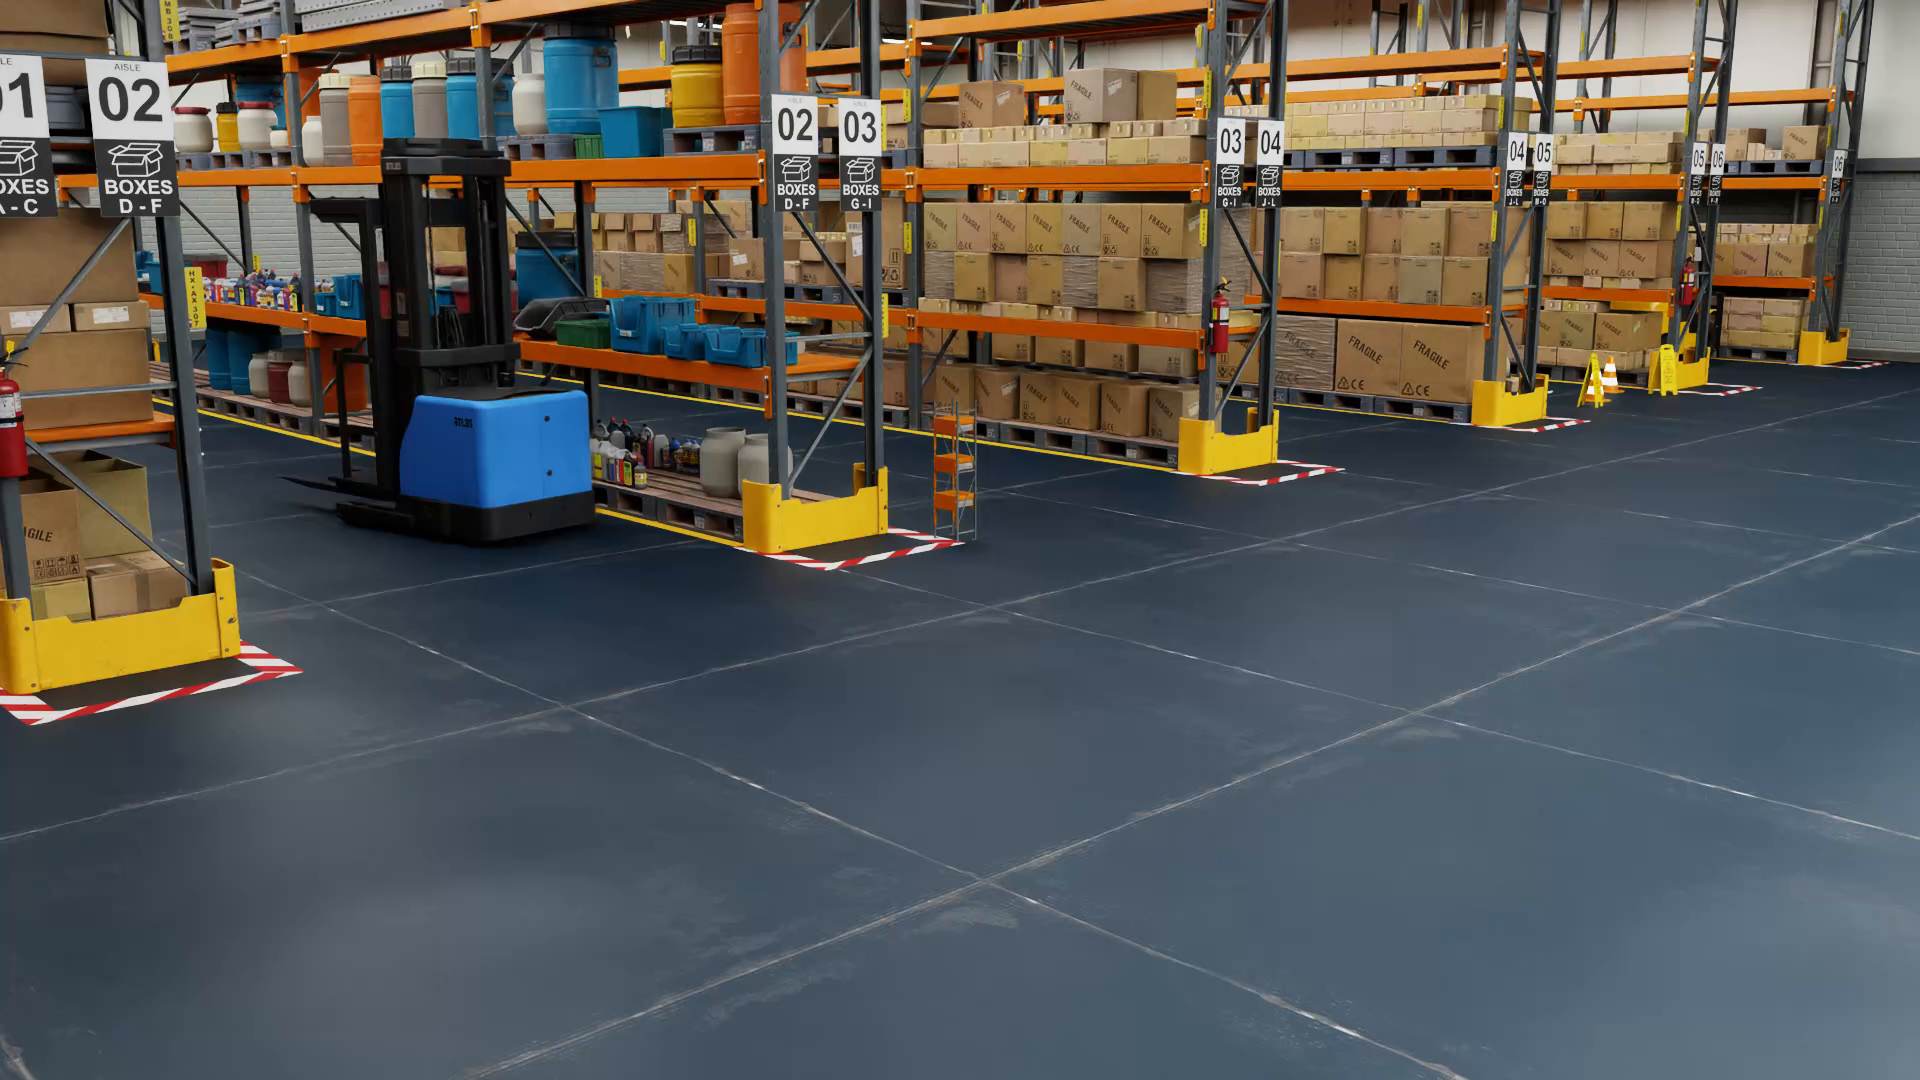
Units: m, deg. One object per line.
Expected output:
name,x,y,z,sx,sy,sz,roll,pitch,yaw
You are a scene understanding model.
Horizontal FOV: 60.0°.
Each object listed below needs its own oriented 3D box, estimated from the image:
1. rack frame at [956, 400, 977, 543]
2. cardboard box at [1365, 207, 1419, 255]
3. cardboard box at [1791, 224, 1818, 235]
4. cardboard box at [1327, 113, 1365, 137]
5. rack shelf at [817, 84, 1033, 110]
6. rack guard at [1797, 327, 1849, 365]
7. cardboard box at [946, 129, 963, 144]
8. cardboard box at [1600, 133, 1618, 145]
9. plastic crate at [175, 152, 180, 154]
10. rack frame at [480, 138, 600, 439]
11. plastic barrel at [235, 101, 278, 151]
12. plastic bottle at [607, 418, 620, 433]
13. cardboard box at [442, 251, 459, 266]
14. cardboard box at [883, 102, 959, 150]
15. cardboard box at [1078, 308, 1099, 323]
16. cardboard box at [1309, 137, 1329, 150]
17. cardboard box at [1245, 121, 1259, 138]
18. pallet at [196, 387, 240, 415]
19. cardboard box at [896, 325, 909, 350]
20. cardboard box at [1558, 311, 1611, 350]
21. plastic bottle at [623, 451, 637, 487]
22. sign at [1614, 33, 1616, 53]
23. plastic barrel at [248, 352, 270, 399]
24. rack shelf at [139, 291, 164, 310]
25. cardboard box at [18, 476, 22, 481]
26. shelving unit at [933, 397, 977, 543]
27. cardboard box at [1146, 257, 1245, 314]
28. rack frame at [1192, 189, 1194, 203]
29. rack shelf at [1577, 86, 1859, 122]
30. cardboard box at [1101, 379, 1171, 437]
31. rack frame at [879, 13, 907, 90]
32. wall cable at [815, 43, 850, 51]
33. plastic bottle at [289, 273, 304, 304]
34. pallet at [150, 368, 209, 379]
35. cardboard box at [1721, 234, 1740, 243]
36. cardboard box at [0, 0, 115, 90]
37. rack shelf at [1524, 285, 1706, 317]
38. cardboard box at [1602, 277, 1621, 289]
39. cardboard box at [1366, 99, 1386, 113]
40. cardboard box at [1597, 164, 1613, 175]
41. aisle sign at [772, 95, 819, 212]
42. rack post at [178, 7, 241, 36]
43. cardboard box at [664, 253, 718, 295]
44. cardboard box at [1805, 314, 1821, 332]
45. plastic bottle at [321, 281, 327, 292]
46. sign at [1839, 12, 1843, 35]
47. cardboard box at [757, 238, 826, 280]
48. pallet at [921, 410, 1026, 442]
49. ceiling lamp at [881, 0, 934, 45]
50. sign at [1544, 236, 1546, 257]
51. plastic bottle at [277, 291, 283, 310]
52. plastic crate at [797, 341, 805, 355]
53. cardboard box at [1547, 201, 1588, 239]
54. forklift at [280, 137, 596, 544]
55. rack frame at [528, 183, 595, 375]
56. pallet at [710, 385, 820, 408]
rack frame,0.048,-0.504,12.257,0.200,1.050,0.008,-11,16,-43
cardboard box,5.297,-3.664,19.716,0.875,0.550,0.550,-11,16,-43
cardboard box,12.958,-4.767,25.521,0.380,0.149,0.250,-11,16,-42
cardboard box,4.682,-4.883,19.592,0.500,0.250,0.500,-11,16,-42
rack shelf,-0.645,-6.684,25.327,1.077,0.370,4.000,-11,16,-43
rack guard,13.375,-3.003,25.751,1.175,0.500,0.348,-11,16,-43
cardboard box,0.076,-4.213,17.377,0.250,0.149,0.380,11,16,42
cardboard box,8.846,-5.406,22.429,0.380,0.149,0.250,-11,16,-42
plastic crate,-9.926,-4.844,21.379,0.497,0.269,0.590,-11,16,-43
rack frame,-3.741,-2.052,14.936,1.000,3.000,0.127,-11,16,-43
plastic barrel,-7.837,-4.615,18.565,0.433,0.535,0.433,0,12,0
plastic bottle,-3.088,-0.916,14.898,0.185,0.351,0.144,11,16,44
cardboard box,-7.602,-4.309,25.527,0.500,0.250,0.500,11,16,43
cardboard box,-0.412,-4.550,18.330,0.637,0.503,0.797,11,16,42
cardboard box,1.382,-2.228,16.414,0.380,0.149,0.250,-11,16,-43
cardboard box,4.384,-4.733,19.851,0.380,0.149,0.250,-11,16,-43
cardboard box,2.580,-3.821,15.476,0.380,0.149,0.250,-11,16,-43
pallet,-8.763,-1.735,20.309,1.003,0.211,1.213,-11,16,-43
cardboard box,-0.641,-3.194,25.636,0.500,0.500,0.500,11,16,43
cardboard box,8.666,-2.922,23.073,0.500,0.500,0.500,-10,15,-40
plastic bottle,-2.658,-0.574,13.407,0.061,0.283,0.133,-10,16,-41
sign,11.014,-8.362,27.991,0.100,0.325,0.005,-11,16,-43
plastic barrel,-8.088,-1.926,19.453,0.421,0.512,0.421,0,12,0
rack shelf,-10.647,-3.159,22.092,1.077,0.370,4.000,-11,16,-43
cardboard box,-5.851,-0.185,9.791,0.500,0.500,0.500,-11,16,-43
shelving unit,-0.037,-0.522,12.344,0.215,1.050,0.252,-11,16,-43
cardboard box,2.243,-2.437,15.821,0.875,0.500,0.500,-11,16,-43
rack frame,5.071,-5.983,34.016,1.000,3.000,0.127,-11,16,-43
rack shelf,11.977,-6.913,26.440,1.077,0.370,4.000,-11,16,-43
cardboard box,1.747,-1.315,16.516,0.500,0.500,0.500,-6,13,-28
rack frame,-1.279,-8.812,32.884,1.000,3.000,0.127,-11,16,-43
wall cable,-2.824,-10.109,39.083,2.988,3.039,0.133,-11,16,-43
plastic bottle,-7.651,-2.905,19.200,0.144,0.351,0.185,-11,16,-43
pallet,-10.649,-2.133,22.243,1.003,0.211,1.213,-11,16,-43
cardboard box,12.202,-4.759,26.223,0.250,0.149,0.380,11,16,43
cardboard box,-4.958,-2.657,8.795,0.797,0.503,0.637,-9,15,-39
rack shelf,8.390,-3.479,23.645,1.077,0.370,4.000,-11,16,-43
cardboard box,8.941,-3.503,22.601,0.380,0.149,0.250,-11,16,-44
cardboard box,4.905,-5.013,19.235,0.380,0.149,0.250,-11,16,-43
cardboard box,8.841,-5.020,22.531,0.380,0.149,0.250,-11,16,-42
aisle sign,-1.144,-2.689,11.588,0.394,0.787,0.004,-11,16,-43
rack post,-8.707,-5.993,19.387,0.937,0.300,0.954,-11,16,-44
cardboard box,-3.441,-3.412,21.291,0.500,0.500,0.500,-10,15,-41
cardboard box,13.184,-3.433,26.173,0.500,0.250,0.500,-11,16,-42
plastic bottle,-7.267,-2.836,19.063,0.097,0.271,0.097,0,12,0
sign,12.956,-7.592,24.451,0.100,0.325,0.005,-11,16,-43
cardboard box,-2.062,-3.439,20.384,0.700,0.500,0.500,-8,14,-34
pallet,0.330,-1.283,18.115,1.003,0.211,1.213,-11,16,-43
ceiling lamp,-1.226,-12.430,35.979,2.000,3.185,0.800,-11,16,-43
sign,6.666,-3.374,19.011,0.100,0.325,0.005,-11,16,-43
plastic bottle,-7.385,-2.605,18.114,0.097,0.201,0.097,0,12,0
plastic crate,-1.364,-1.514,12.981,0.298,0.136,0.250,-11,16,-43
cardboard box,8.489,-4.403,22.884,0.700,0.500,0.500,-11,16,-43
forklift,-4.278,-1.619,13.007,3.031,2.935,1.130,9,15,37
rack frame,-5.684,-3.909,23.953,1.000,3.000,0.127,-11,16,-43
pallet,-2.383,-1.846,20.846,1.003,0.211,1.213,-11,16,-43
